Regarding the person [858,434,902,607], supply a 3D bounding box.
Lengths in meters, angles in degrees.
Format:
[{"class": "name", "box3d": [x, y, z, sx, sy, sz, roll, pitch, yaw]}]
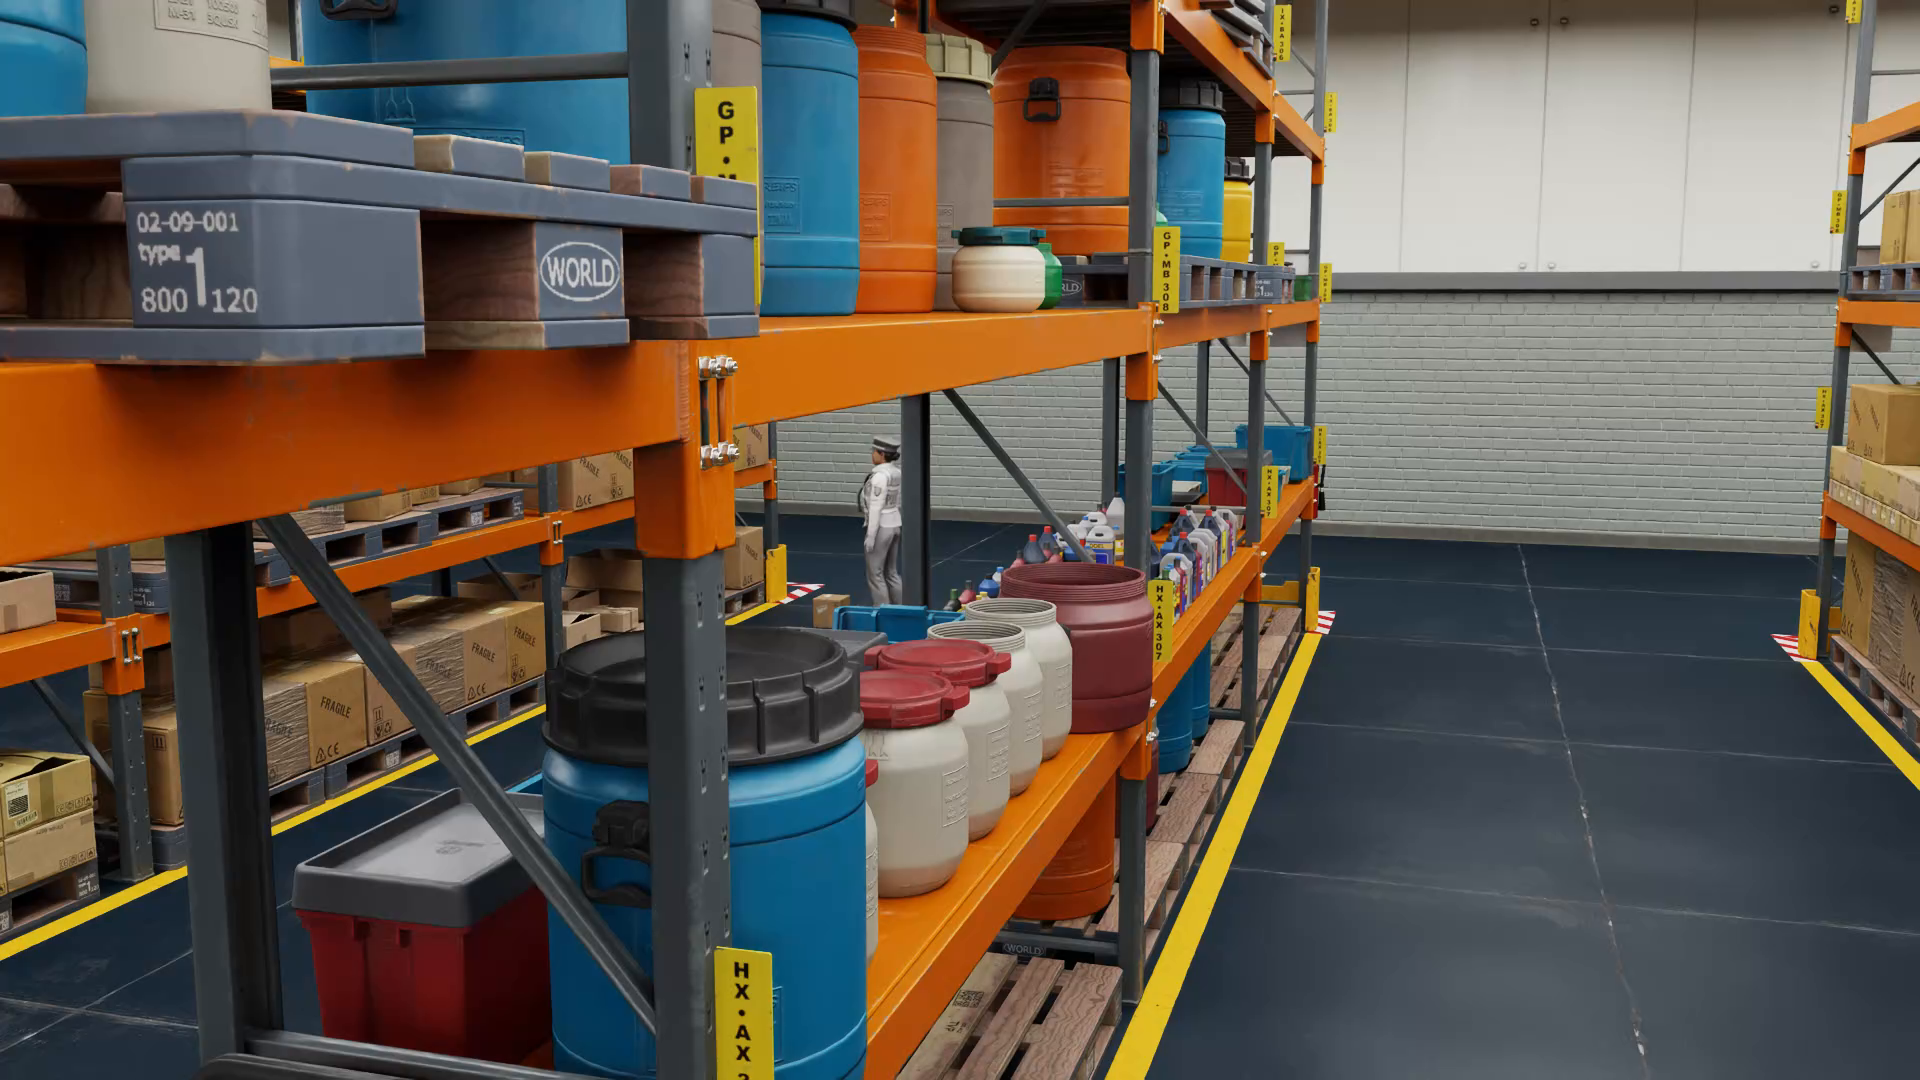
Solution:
[{"class": "person", "box3d": [-0.672, -0.050, 14.204, 0.347, 1.708, 0.469, 3, 9, 18]}]
